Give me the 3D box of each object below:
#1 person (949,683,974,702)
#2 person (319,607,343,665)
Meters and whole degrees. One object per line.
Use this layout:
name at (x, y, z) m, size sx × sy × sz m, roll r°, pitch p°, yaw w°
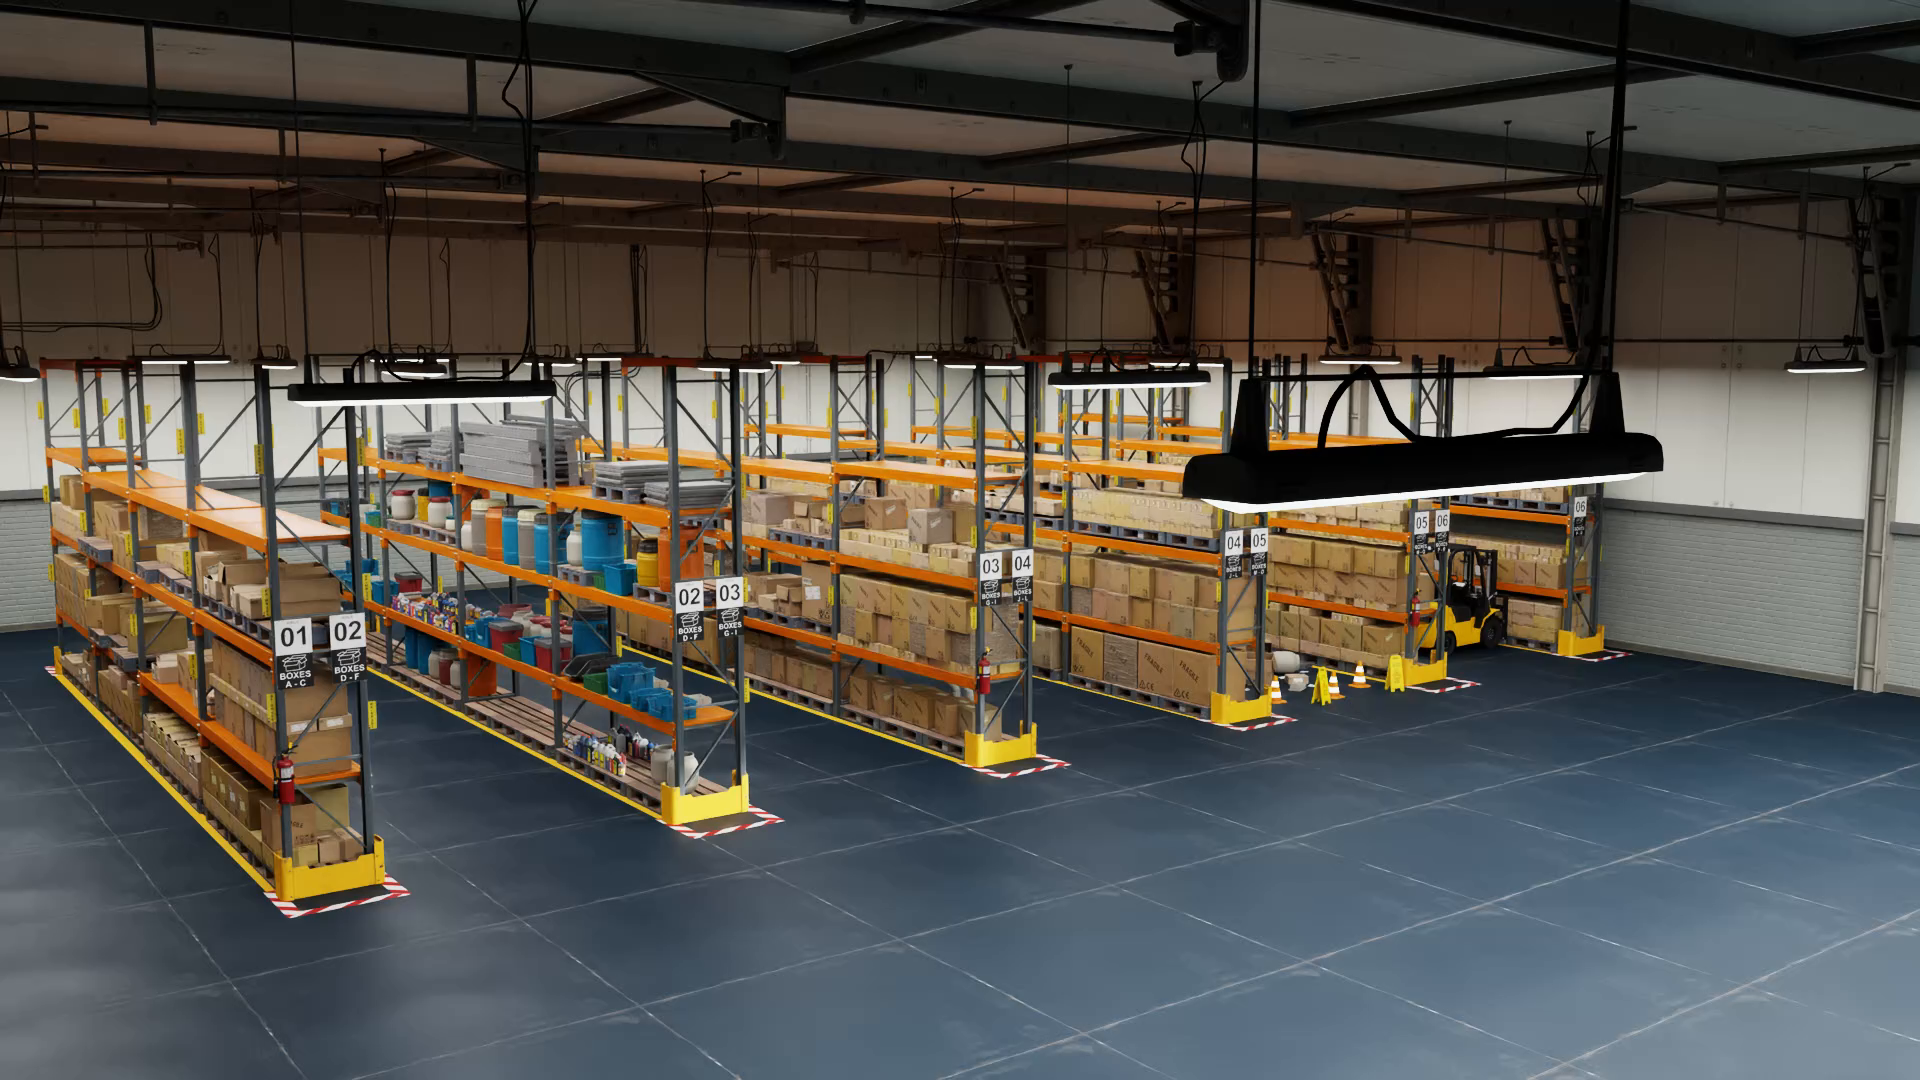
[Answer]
person at (0.012, 2.040, 28.556) m, size 0.584 × 1.757 × 0.544 m, roll -6°, pitch 9°, yaw -42°
person at (-11.719, 1.795, 30.901) m, size 0.603 × 1.653 × 0.410 m, roll -5°, pitch 8°, yaw -35°
